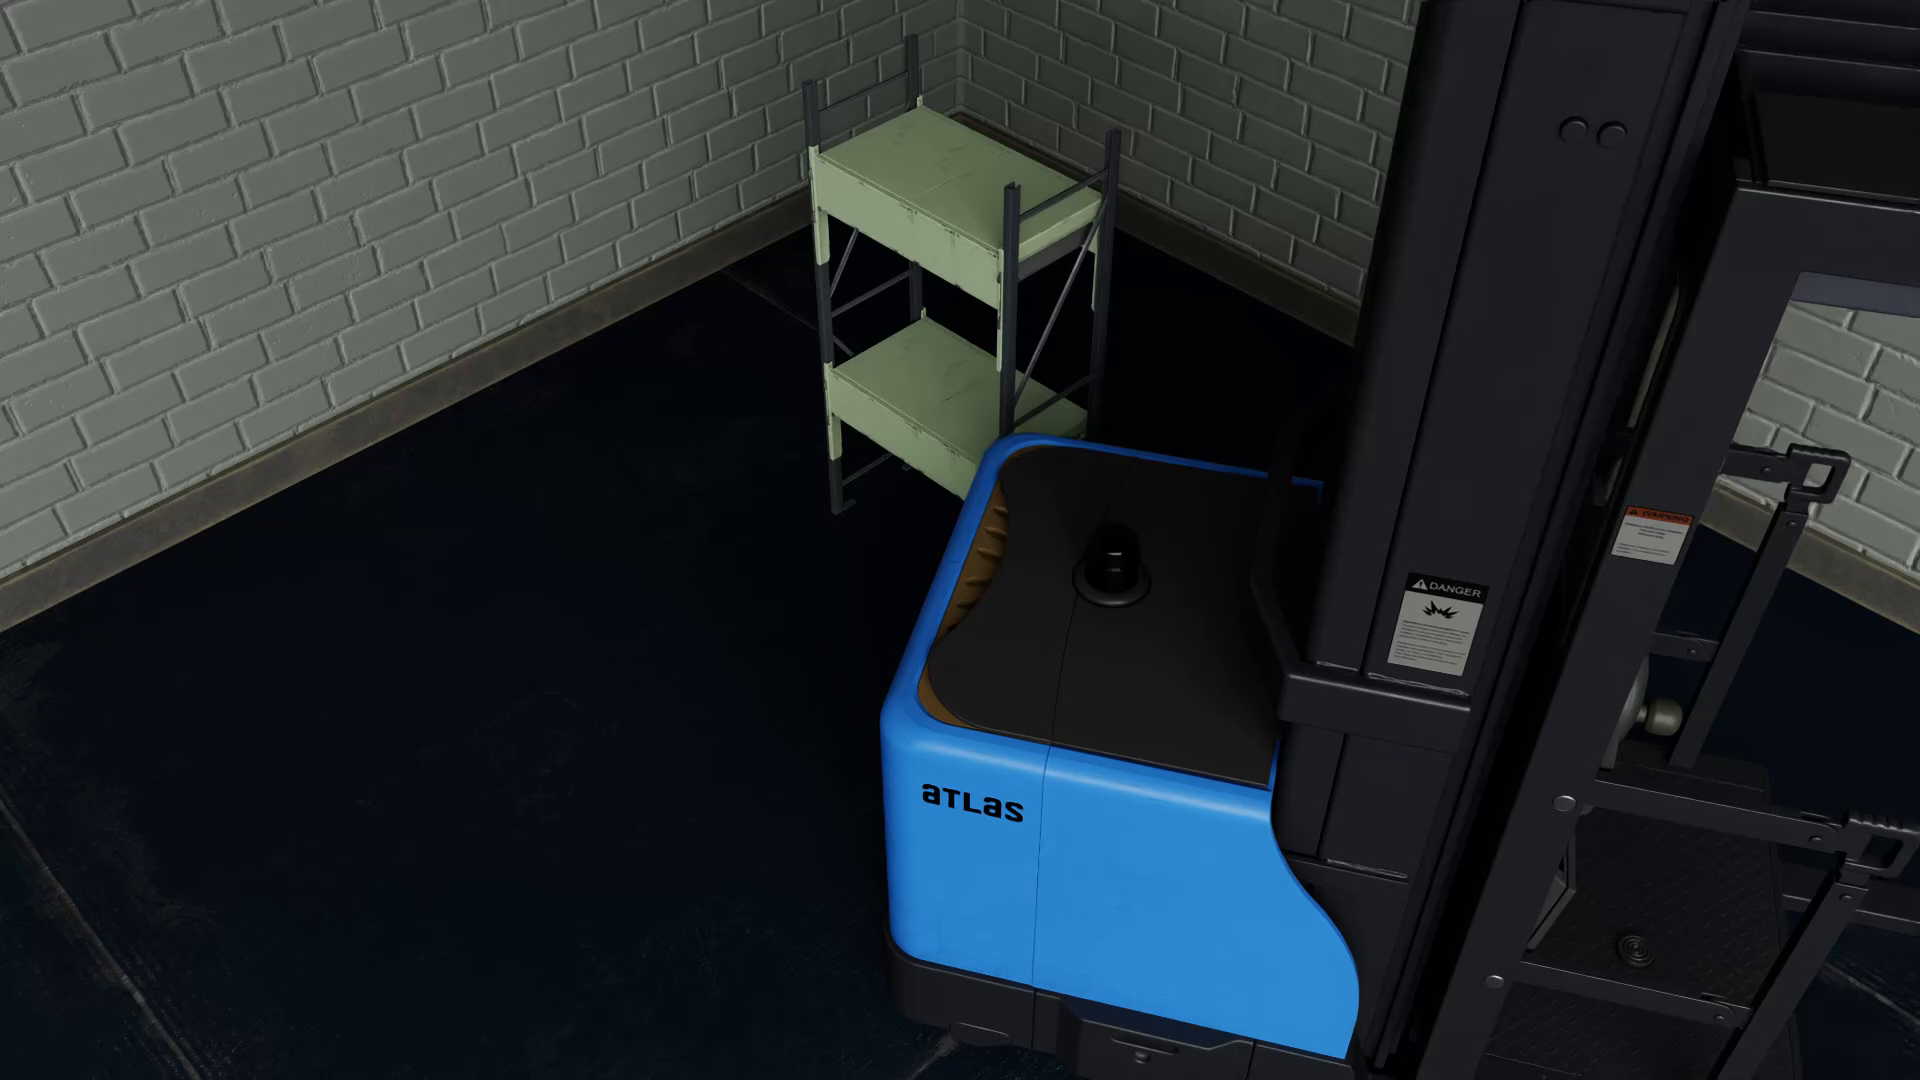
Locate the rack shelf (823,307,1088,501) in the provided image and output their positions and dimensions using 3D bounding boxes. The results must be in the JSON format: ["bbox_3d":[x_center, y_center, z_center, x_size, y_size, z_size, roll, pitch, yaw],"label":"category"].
[{"bbox_3d":[-0.005,-0.315,4.966,0.431,0.370,0.720,-34,53,-31],"label":"rack shelf"}]

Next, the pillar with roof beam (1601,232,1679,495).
[{"bbox_3d":[-1.031,-1.418,0.153,9.100,9.000,0.400,-34,53,-31],"label":"pillar with roof beam"}]

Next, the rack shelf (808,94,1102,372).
[{"bbox_3d":[-0.005,-0.841,4.480,0.431,0.370,0.720,-34,53,-31],"label":"rack shelf"}]

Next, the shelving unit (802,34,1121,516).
[{"bbox_3d":[-0.005,-0.554,4.744,0.431,1.500,0.755,-34,53,-31],"label":"shelving unit"}]

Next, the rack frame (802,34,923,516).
[{"bbox_3d":[-0.263,-0.730,4.935,0.400,1.500,0.023,-34,53,-31],"label":"rack frame"}]

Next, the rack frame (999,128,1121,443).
[{"bbox_3d":[0.254,-0.378,4.554,0.400,1.500,0.023,-34,53,-31],"label":"rack frame"}]

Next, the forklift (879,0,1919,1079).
[{"bbox_3d":[1.399,0.016,3.073,3.031,2.935,1.130,10,44,11],"label":"forklift"}]
